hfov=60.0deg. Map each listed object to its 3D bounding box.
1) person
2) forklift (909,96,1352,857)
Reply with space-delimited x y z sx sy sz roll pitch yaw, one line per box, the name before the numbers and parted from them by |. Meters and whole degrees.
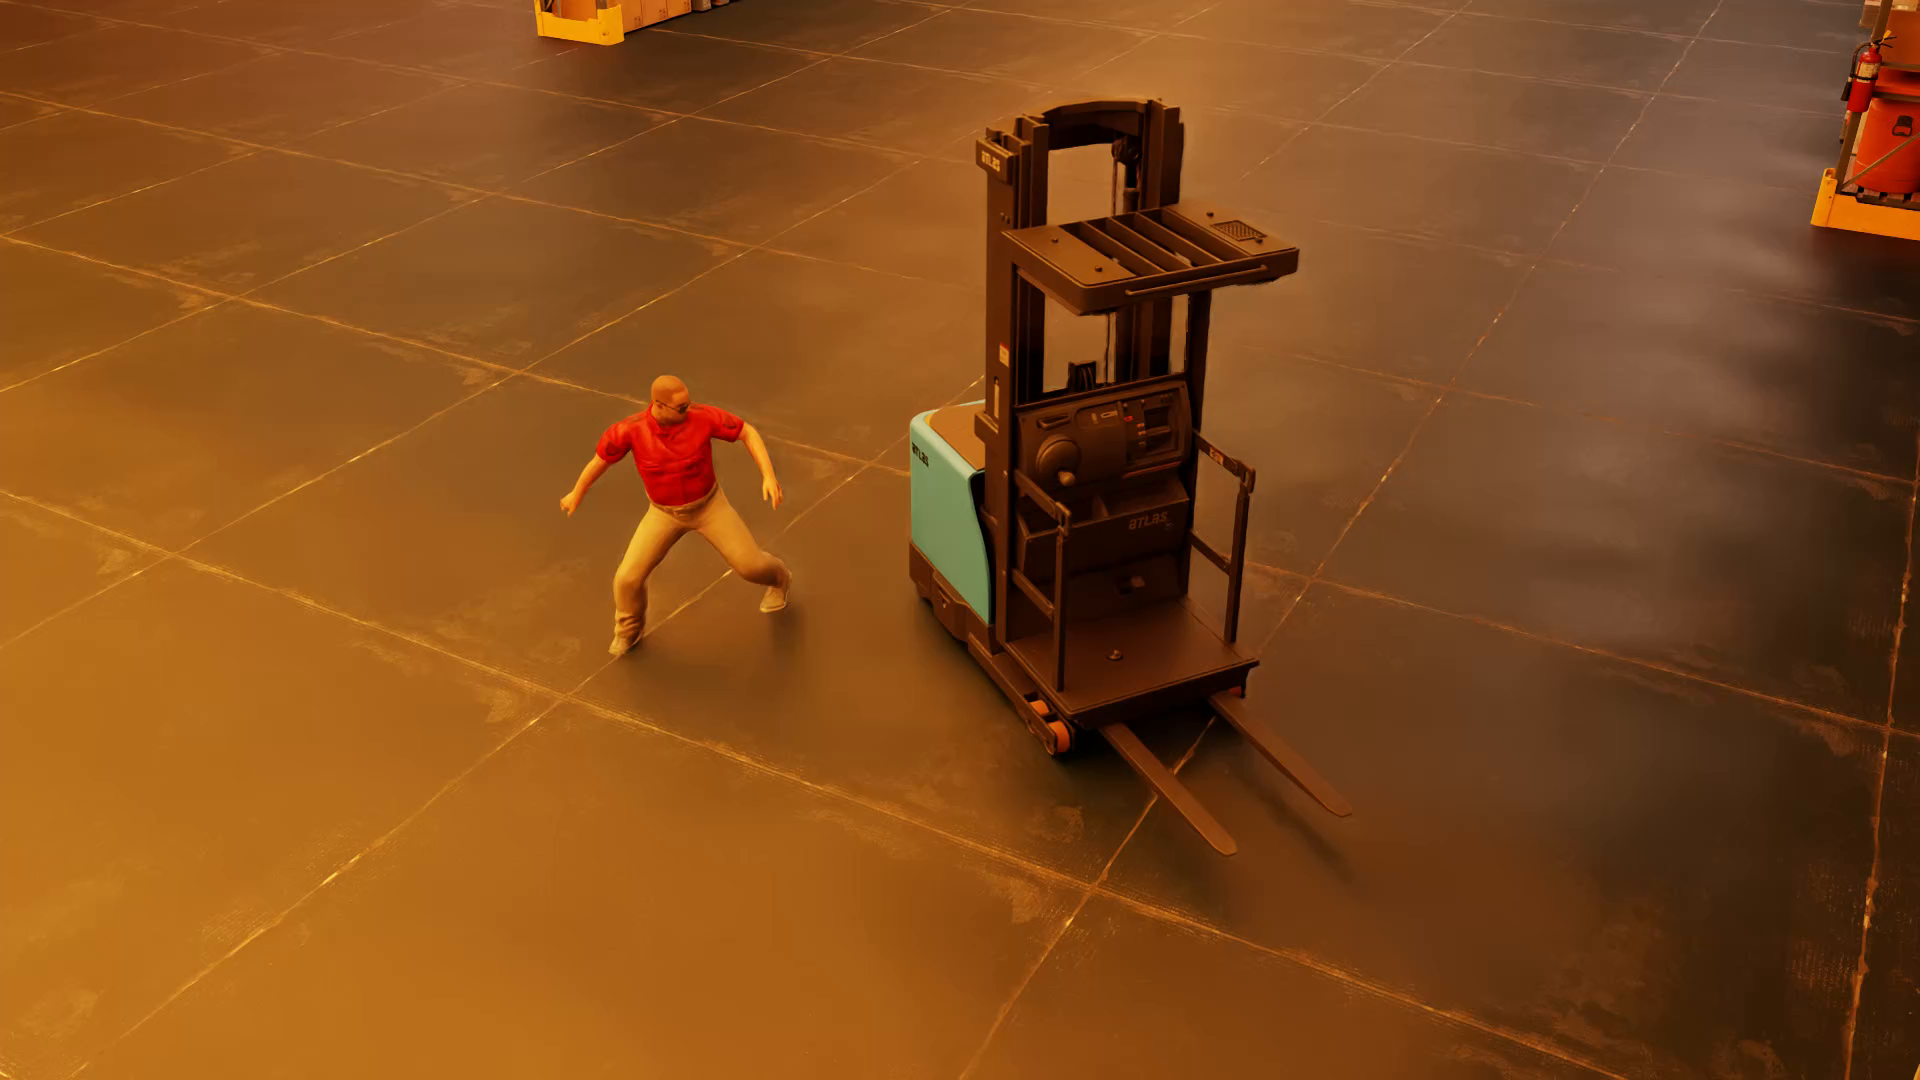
person | -1.510 -0.136 8.753 1.194 1.643 0.508 -3 30 -5
forklift | 0.802 -0.464 7.875 1.130 2.935 3.031 -13 33 -22
